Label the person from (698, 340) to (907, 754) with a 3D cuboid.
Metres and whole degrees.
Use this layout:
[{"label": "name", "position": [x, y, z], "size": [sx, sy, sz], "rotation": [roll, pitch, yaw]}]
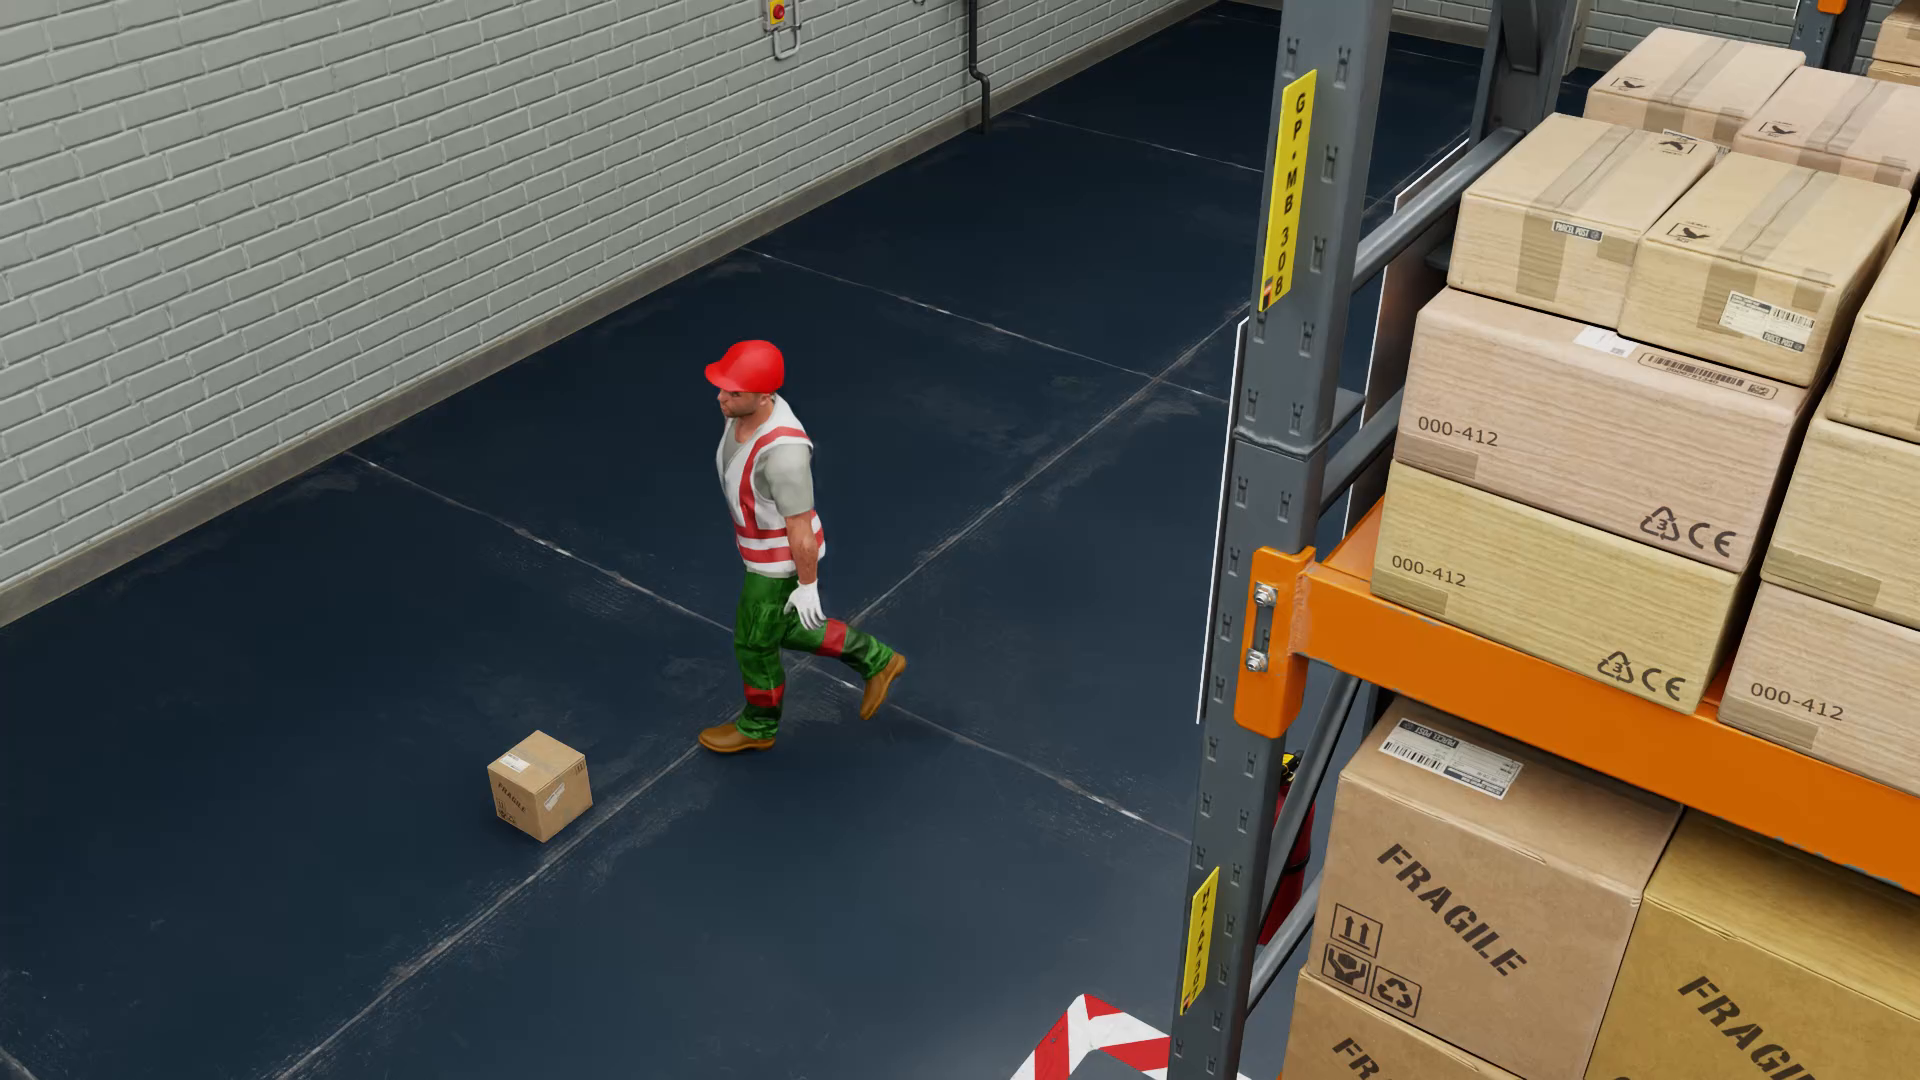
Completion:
[{"label": "person", "position": [-0.613, 0.030, 6.083], "size": [0.838, 1.769, 0.605], "rotation": [-8, 35, -12]}]
